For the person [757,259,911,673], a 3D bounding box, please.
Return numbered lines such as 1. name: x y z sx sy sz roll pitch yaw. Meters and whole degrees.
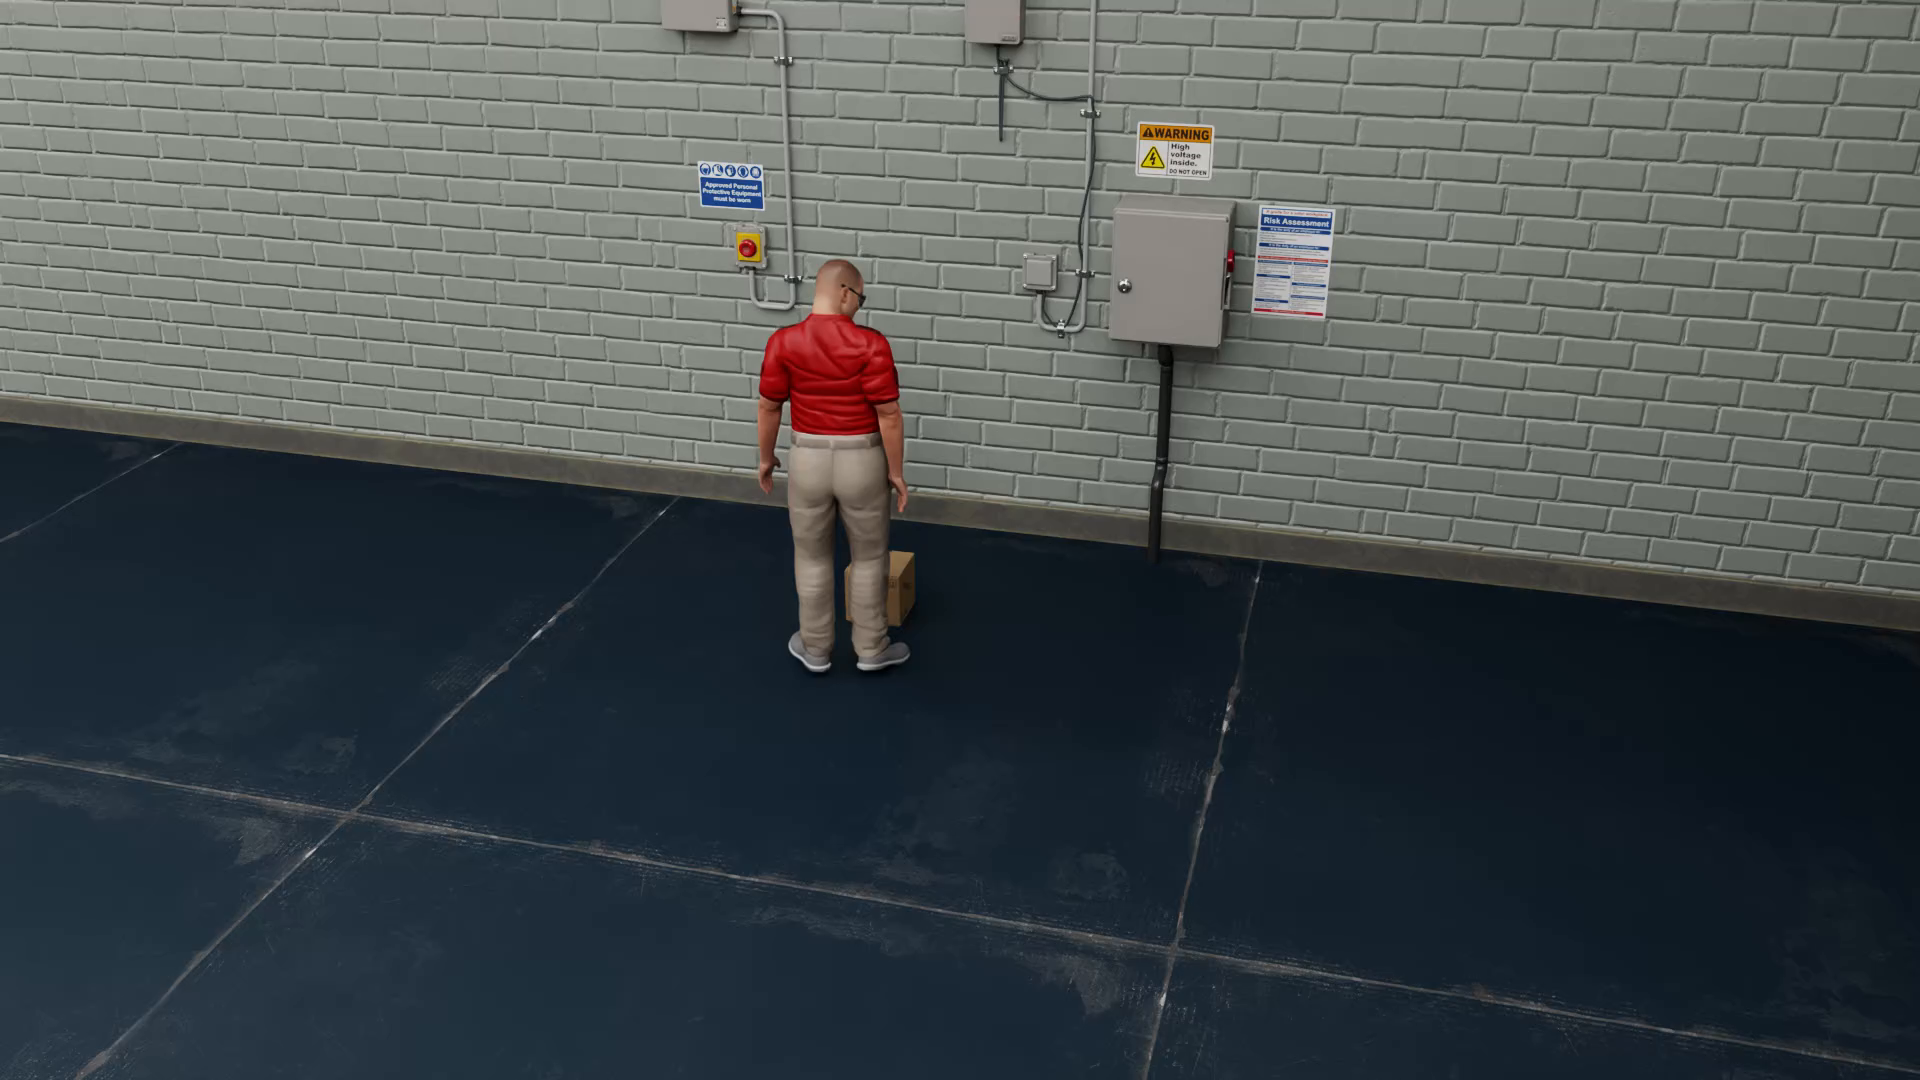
1. person: -0.515 -0.221 6.695 0.630 1.680 0.364 2 25 5
